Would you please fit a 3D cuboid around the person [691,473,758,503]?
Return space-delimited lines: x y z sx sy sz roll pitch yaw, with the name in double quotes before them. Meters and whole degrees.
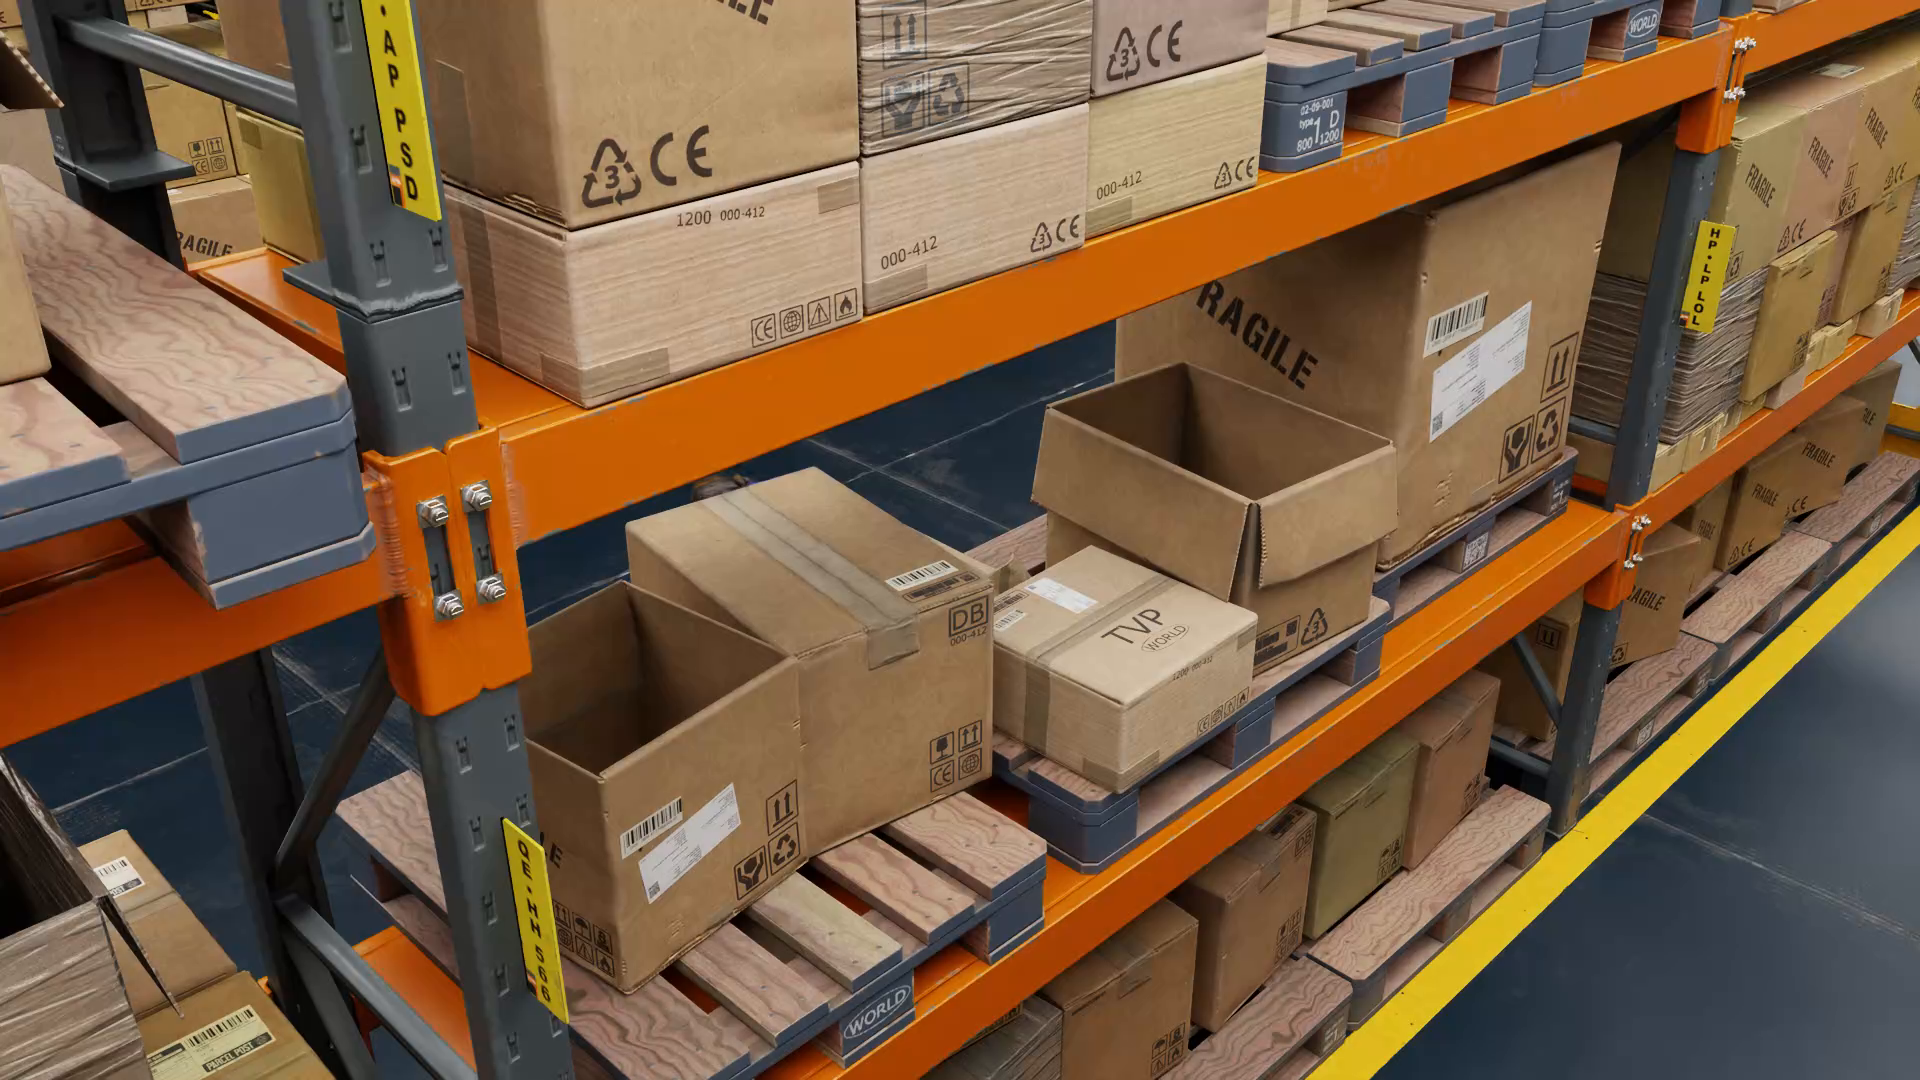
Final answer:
"person" -0.668 0.237 6.151 0.501 1.223 0.706 25 37 38
